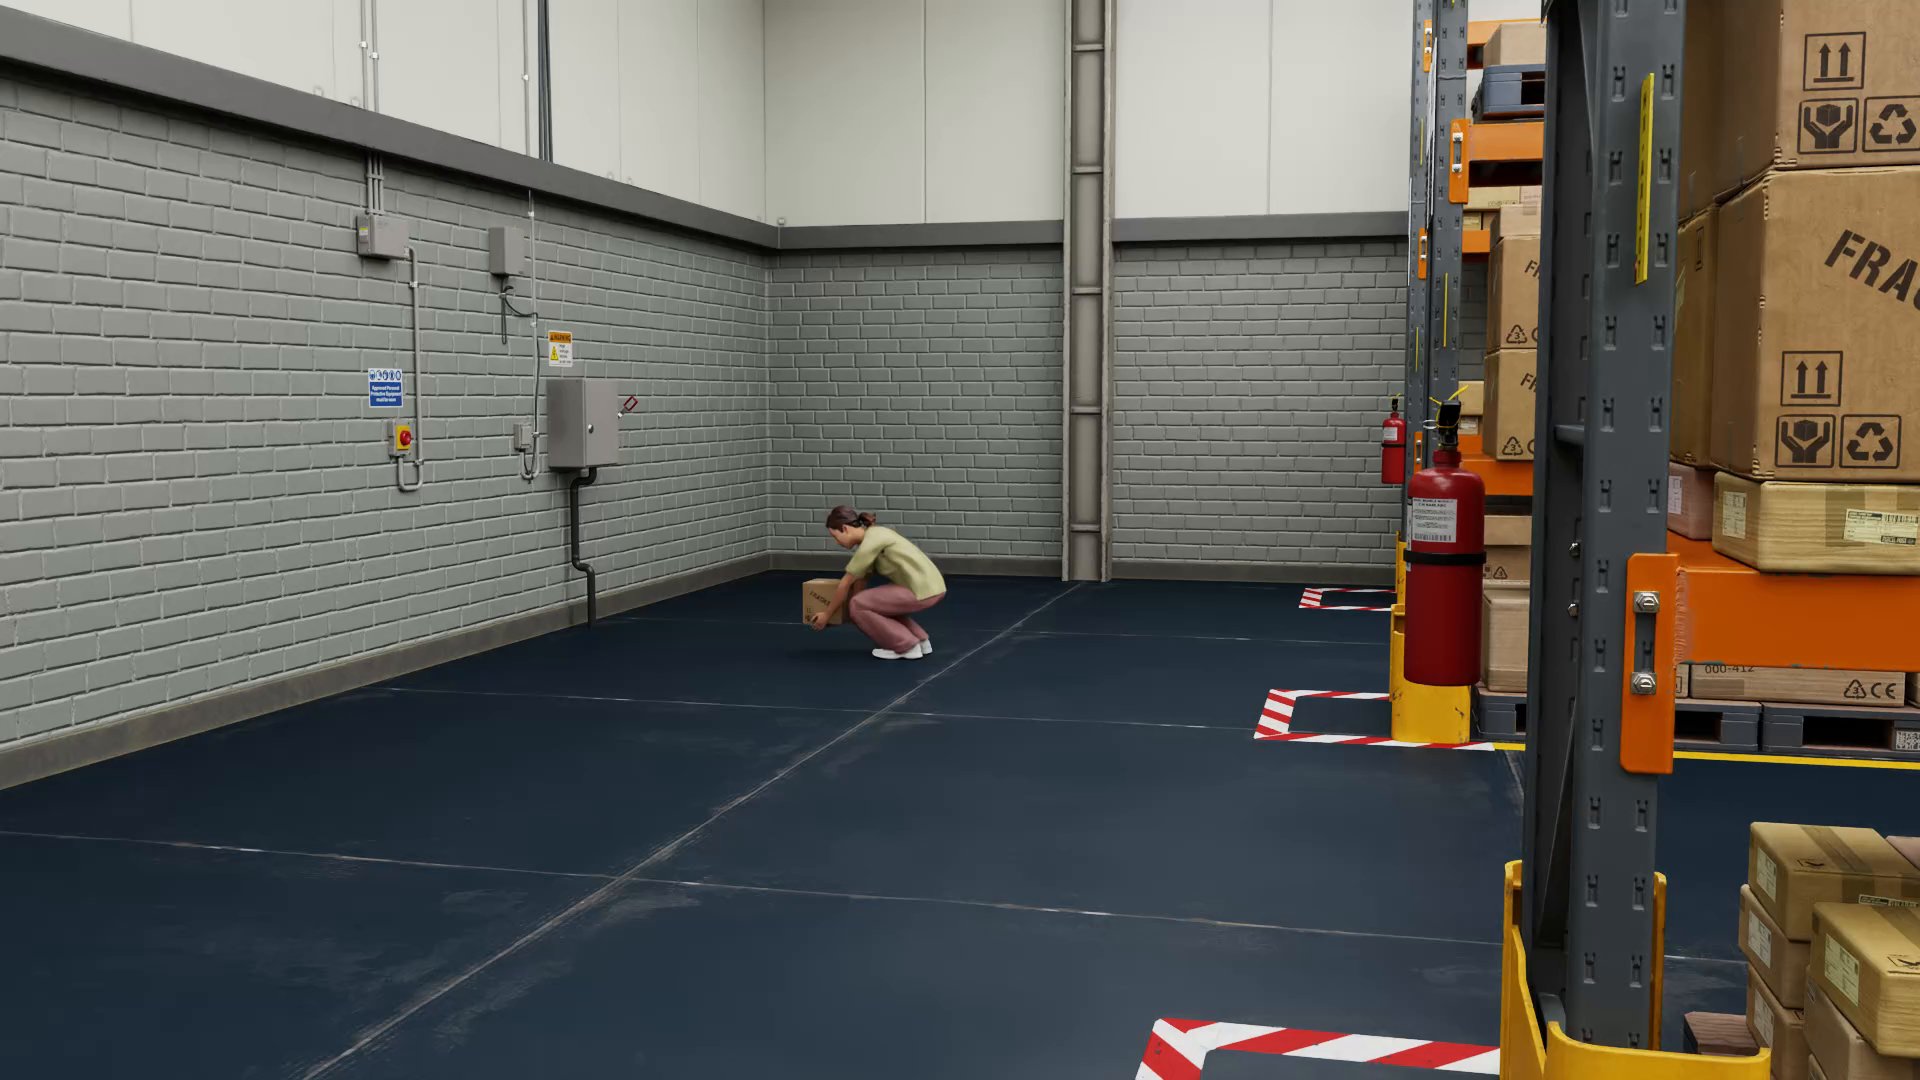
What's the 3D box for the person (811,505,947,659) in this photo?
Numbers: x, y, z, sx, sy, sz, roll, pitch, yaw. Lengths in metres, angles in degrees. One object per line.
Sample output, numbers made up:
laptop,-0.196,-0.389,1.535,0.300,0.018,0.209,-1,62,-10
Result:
person,-0.492,0.252,10.206,0.805,0.929,0.490,1,5,14
